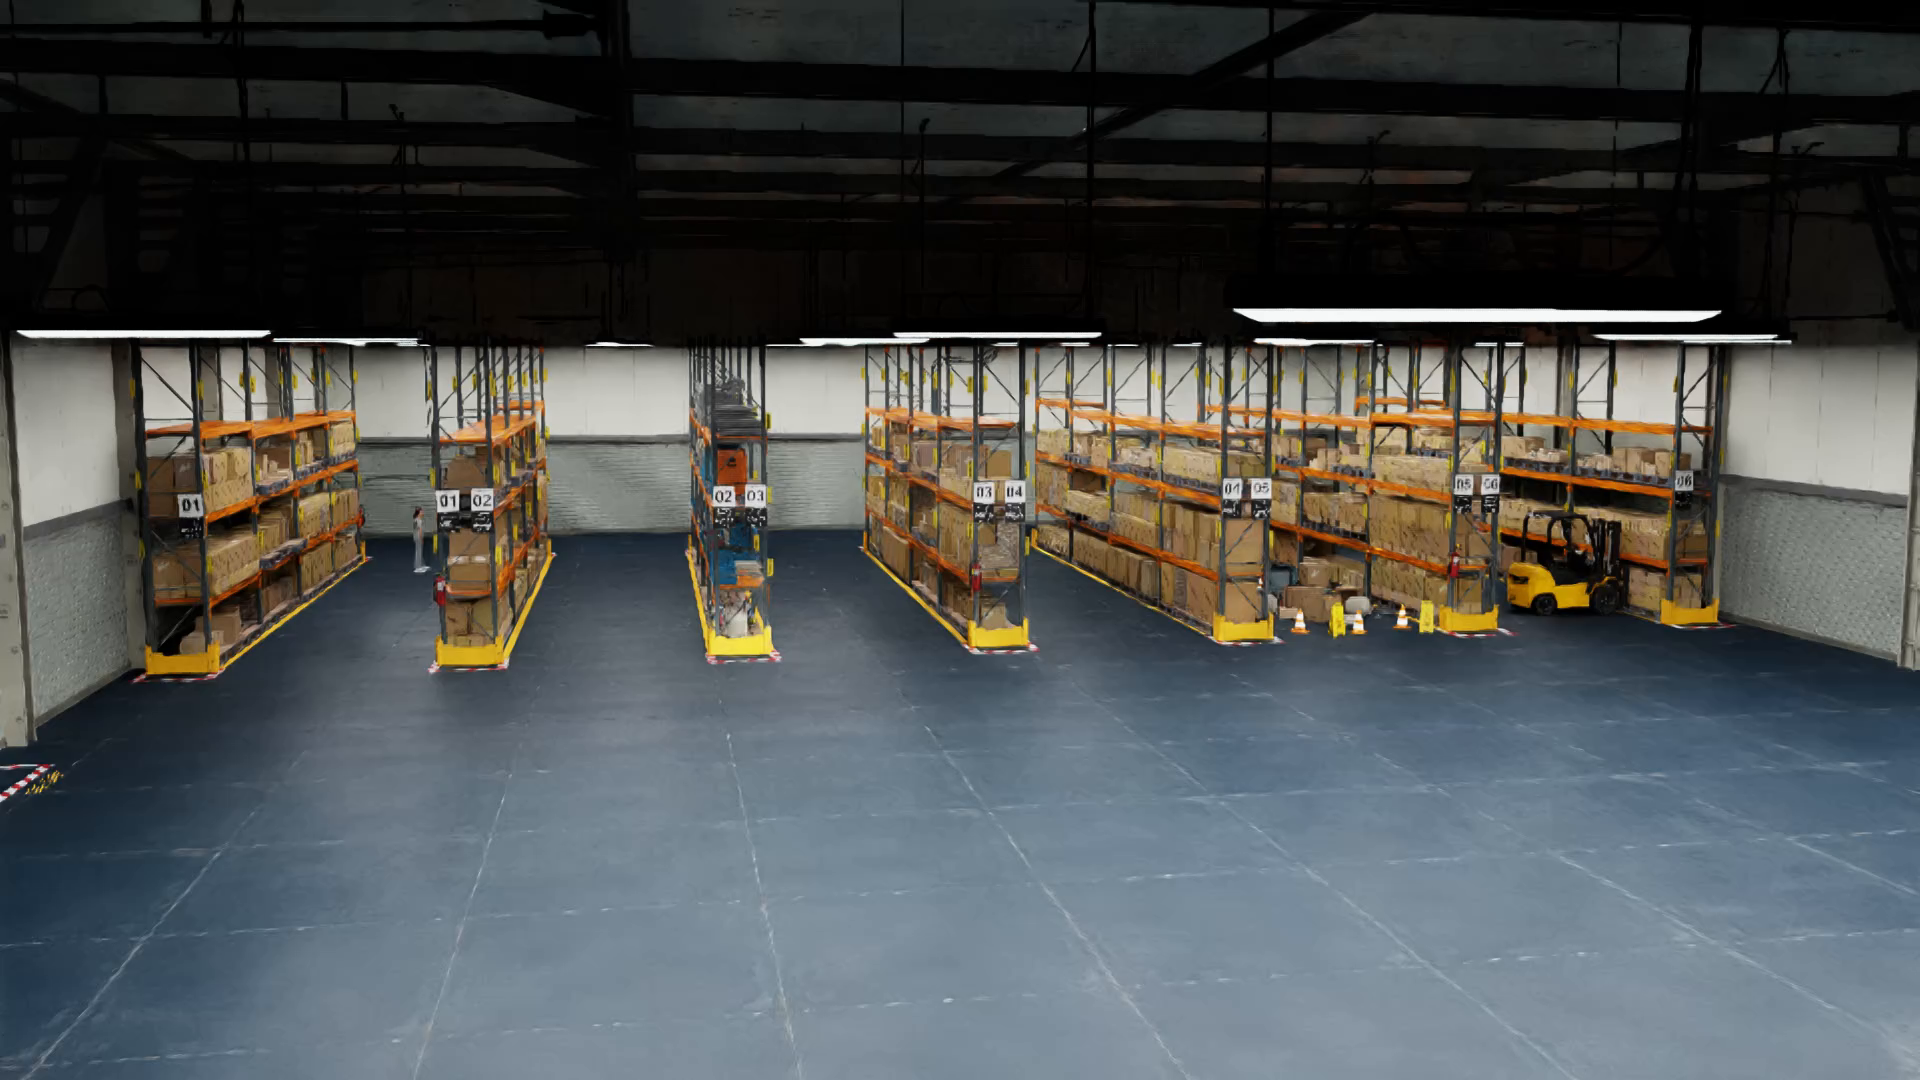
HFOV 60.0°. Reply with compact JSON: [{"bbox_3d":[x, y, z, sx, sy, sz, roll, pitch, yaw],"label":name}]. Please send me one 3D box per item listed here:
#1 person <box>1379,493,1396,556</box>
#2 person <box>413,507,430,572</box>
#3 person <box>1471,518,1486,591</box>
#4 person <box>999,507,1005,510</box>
[{"bbox_3d":[11.796,-0.390,45.528,0.588,1.785,0.667,1,7,7],"label":"person"},{"bbox_3d":[-13.870,-0.026,42.805,0.454,1.679,0.535,-4,7,-29],"label":"person"},{"bbox_3d":[12.214,0.344,39.418,0.562,1.726,0.623,2,7,18],"label":"person"},{"bbox_3d":[1.073,-0.589,48.212,0.479,1.567,1.090,-1,7,-8],"label":"person"}]
